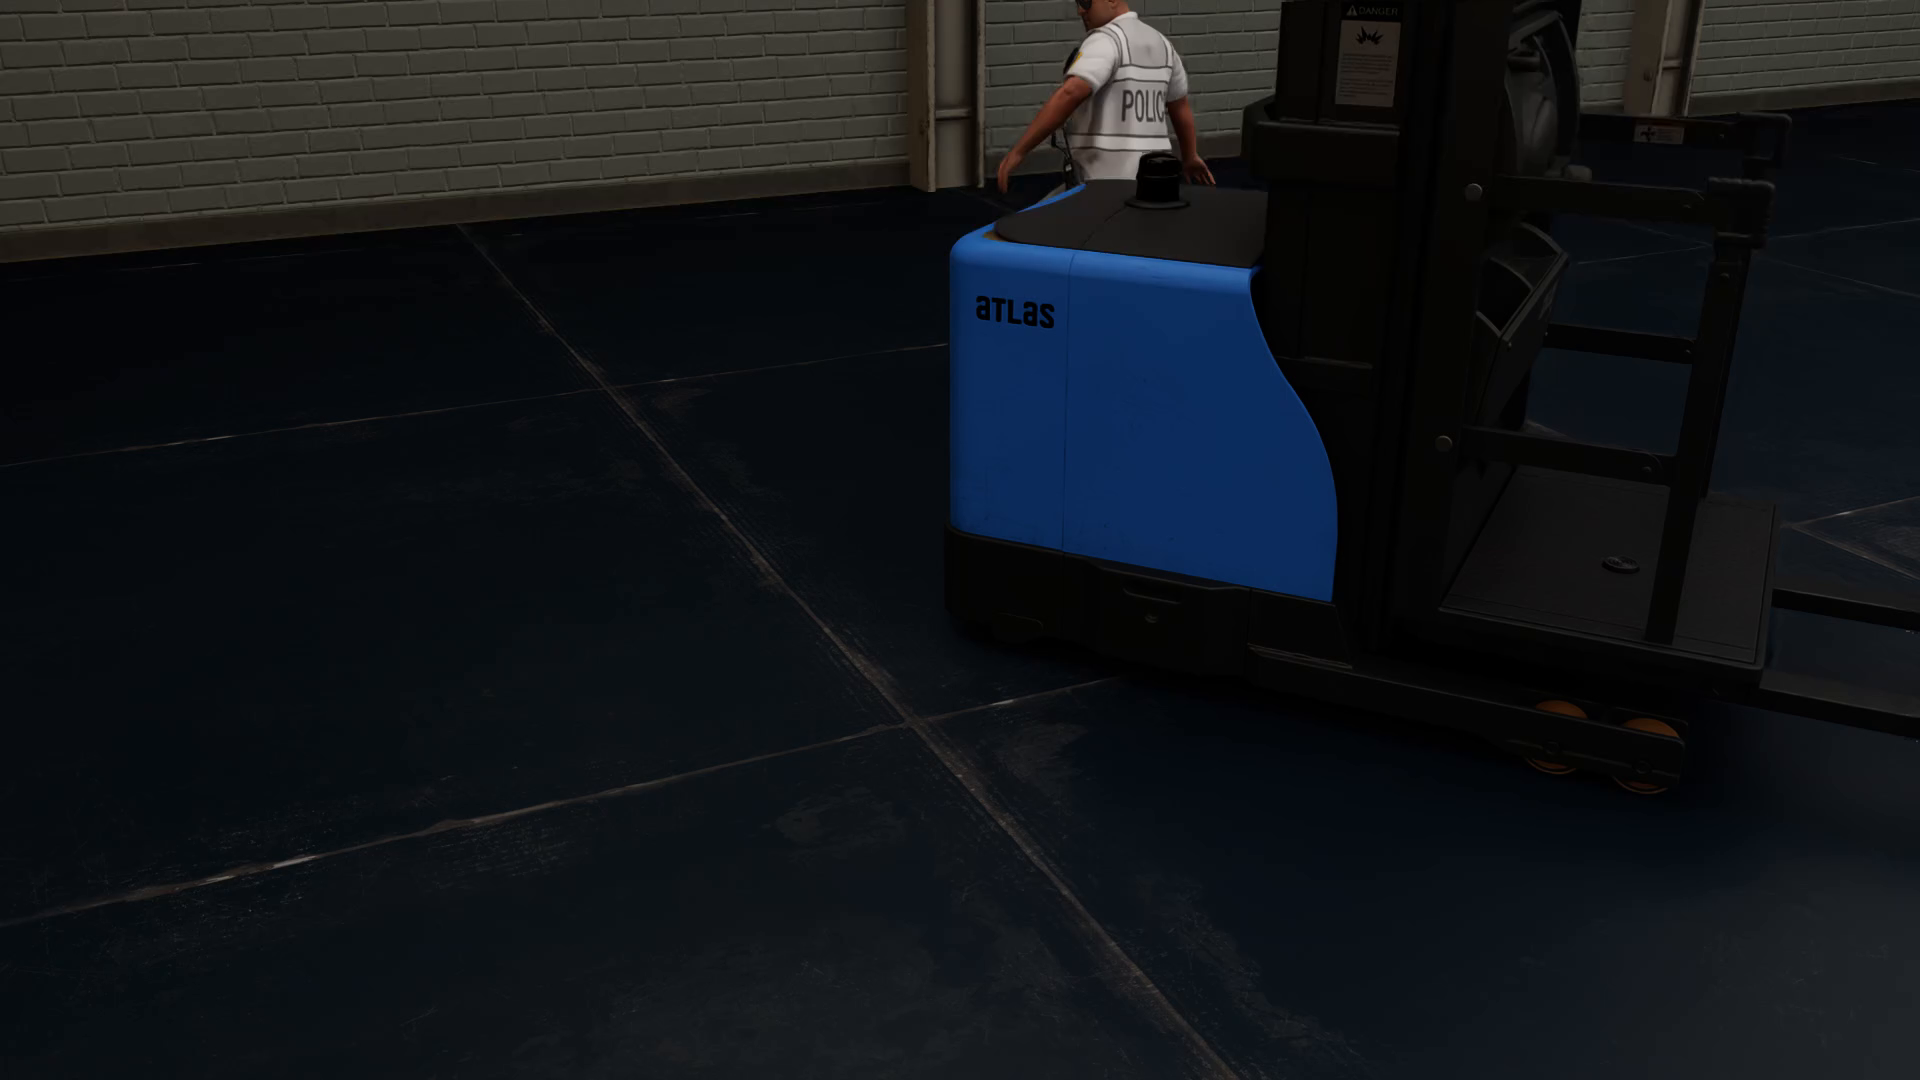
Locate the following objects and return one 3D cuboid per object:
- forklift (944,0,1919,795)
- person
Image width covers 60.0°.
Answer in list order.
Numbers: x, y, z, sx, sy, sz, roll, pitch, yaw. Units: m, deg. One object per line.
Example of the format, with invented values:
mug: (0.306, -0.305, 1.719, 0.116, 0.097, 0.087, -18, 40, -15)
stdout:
forklift: (1.512, -1.016, 3.731, 3.031, 2.935, 1.130, 11, 25, 24)
person: (0.597, -1.409, 6.493, 1.141, 1.641, 0.510, -19, 29, -38)
